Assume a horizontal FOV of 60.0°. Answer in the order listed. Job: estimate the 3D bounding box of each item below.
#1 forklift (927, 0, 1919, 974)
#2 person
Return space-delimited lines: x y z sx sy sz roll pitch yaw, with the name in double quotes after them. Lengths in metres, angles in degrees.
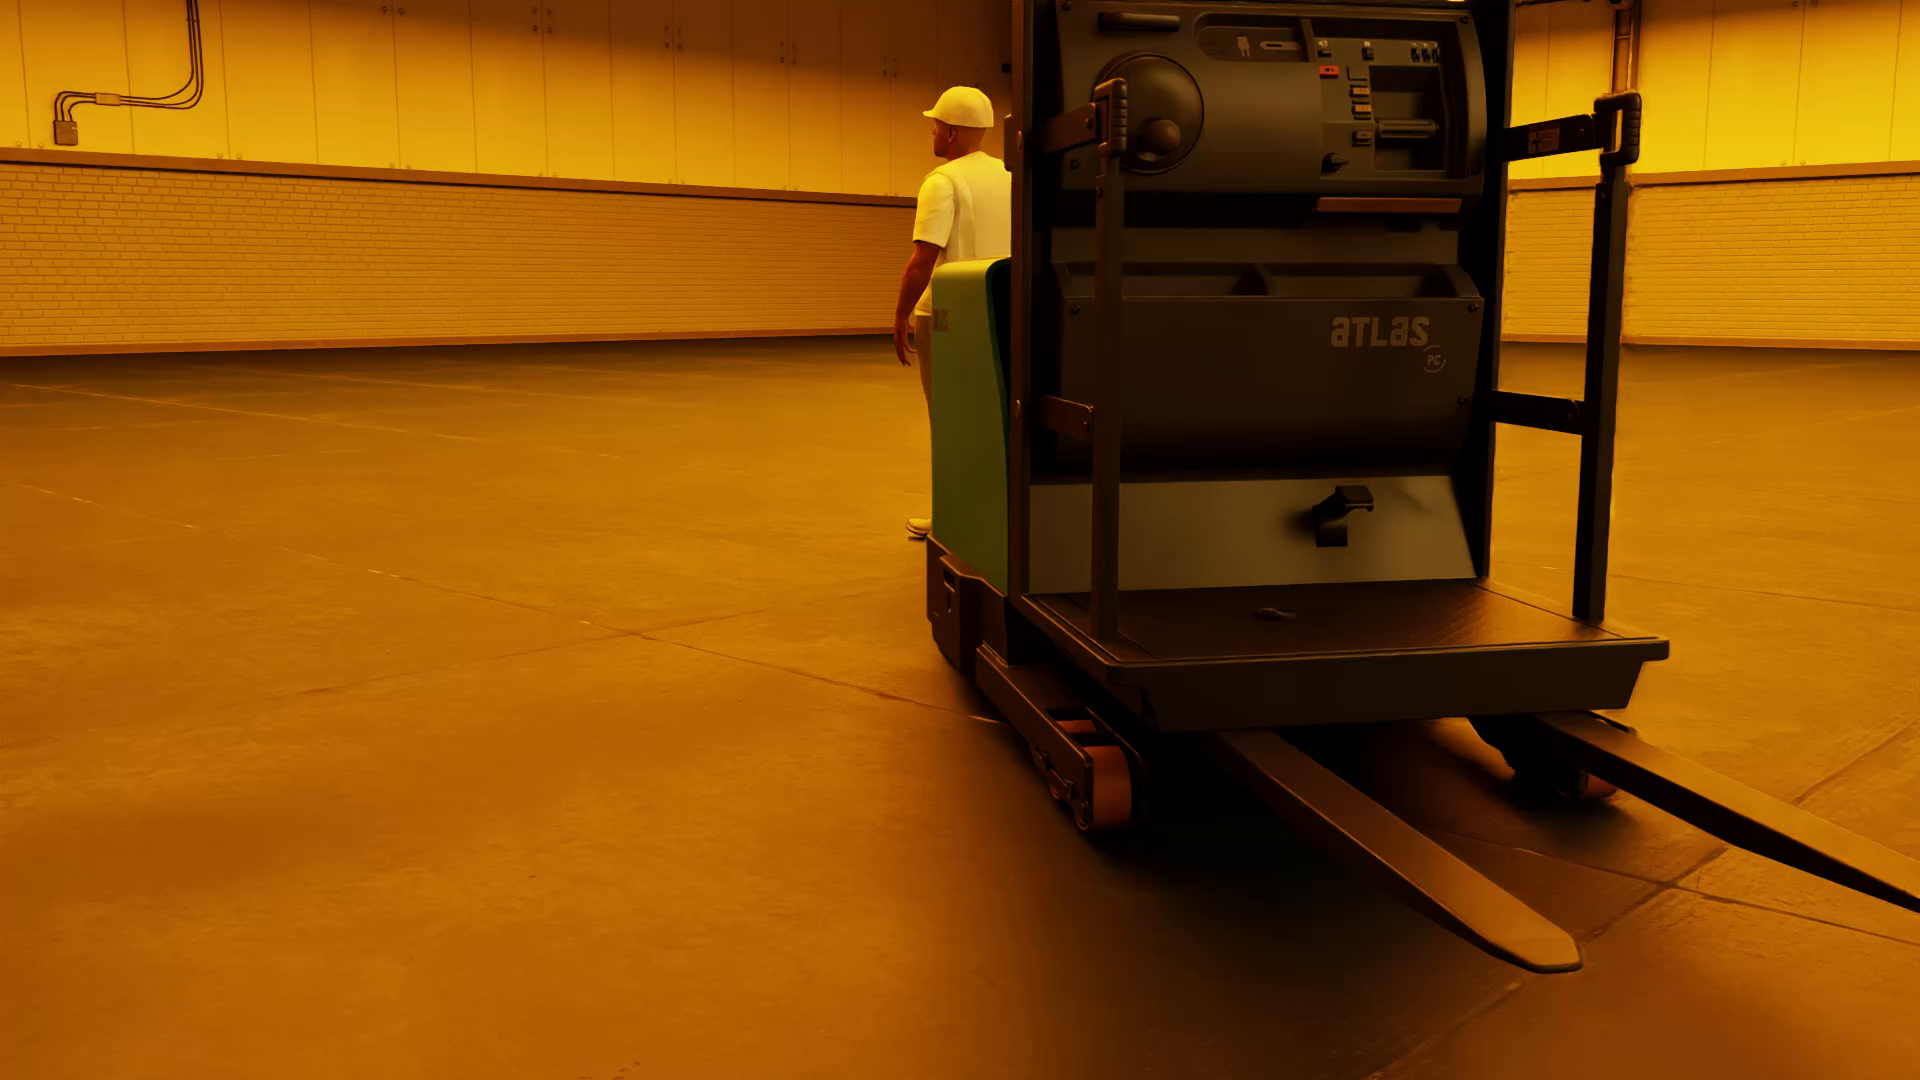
0.698 -0.963 3.270 1.130 2.935 3.031 -2 9 -11 "forklift"
-0.046 -0.889 6.637 0.575 1.768 0.665 8 12 43 "person"
